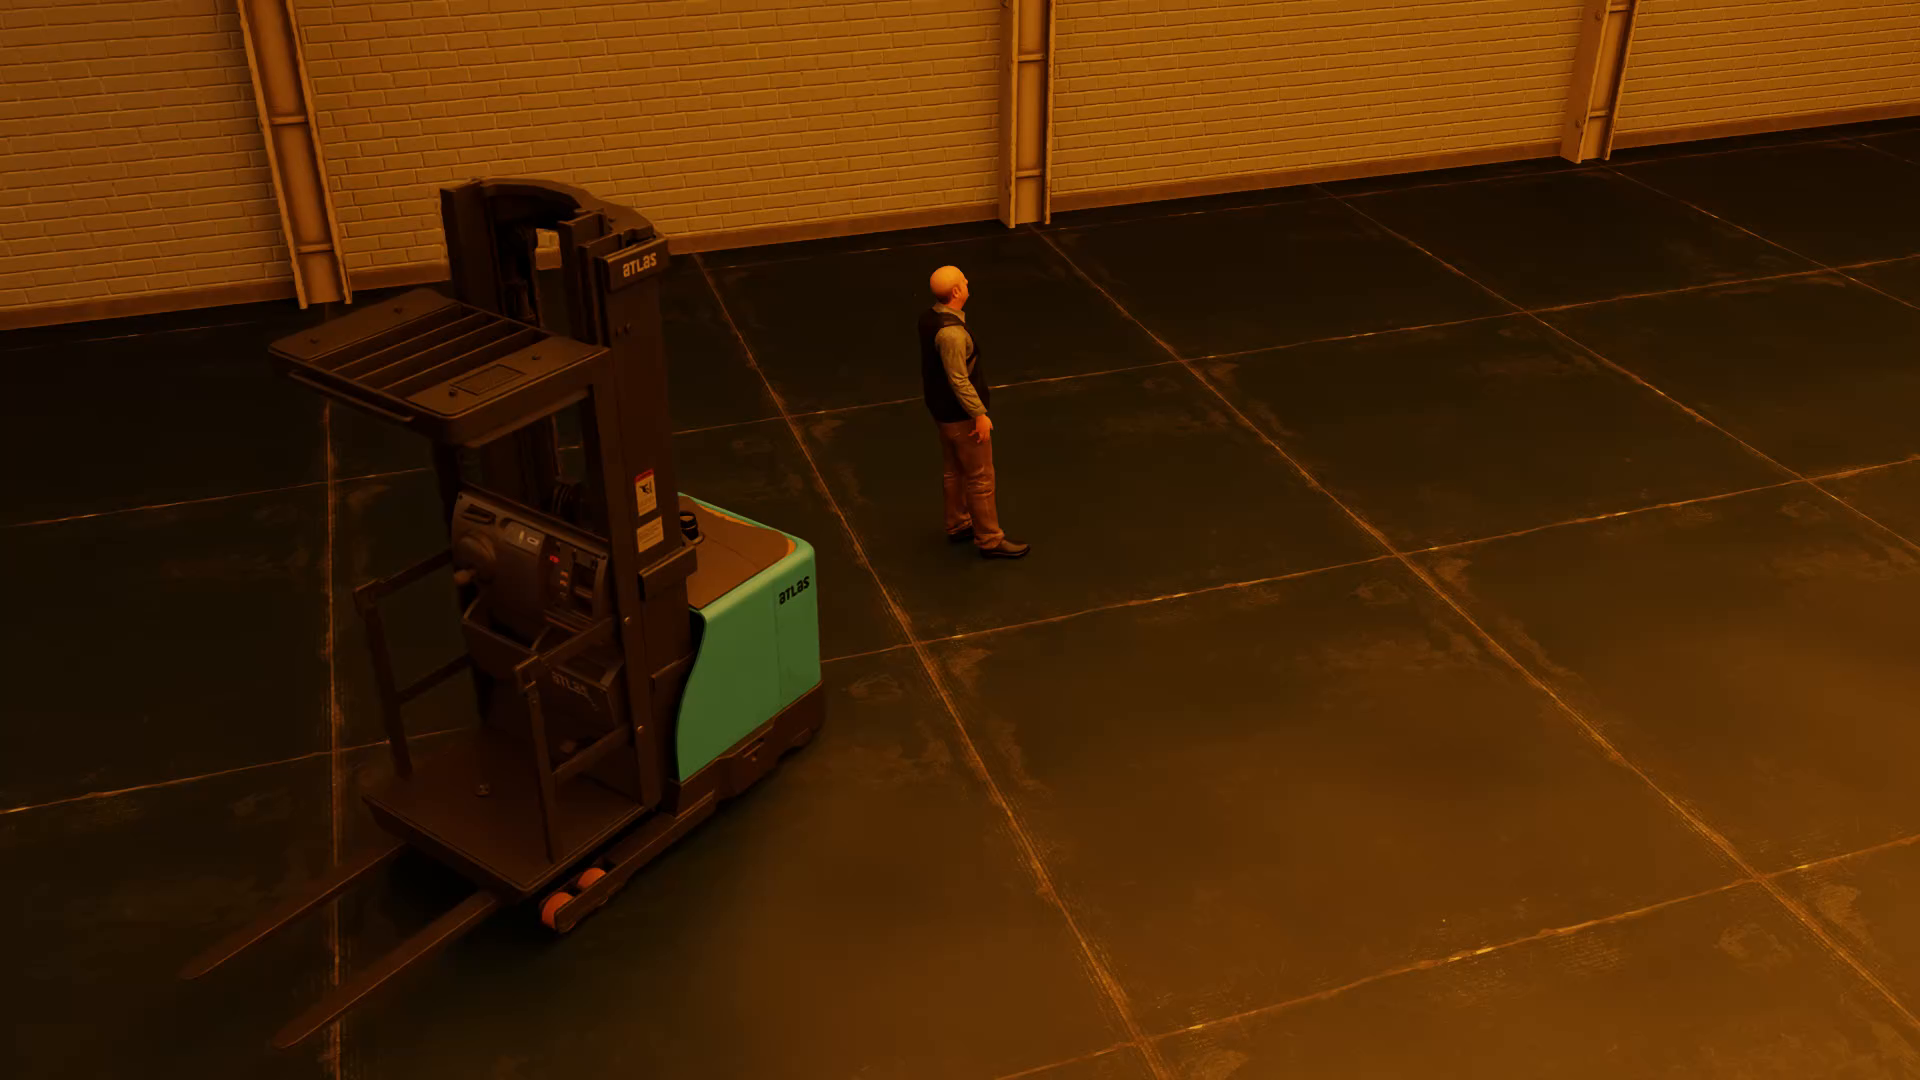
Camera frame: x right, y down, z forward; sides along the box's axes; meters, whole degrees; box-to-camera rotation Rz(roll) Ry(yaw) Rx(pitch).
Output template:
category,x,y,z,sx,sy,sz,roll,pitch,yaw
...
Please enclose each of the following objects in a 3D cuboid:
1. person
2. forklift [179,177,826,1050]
category,x,y,z,sx,sy,sz,roll,pitch,yaw
person,0.061,-0.758,9.603,0.568,1.720,0.632,-10,31,-16
forklift,-1.940,0.130,6.861,1.130,2.935,3.031,20,35,30
